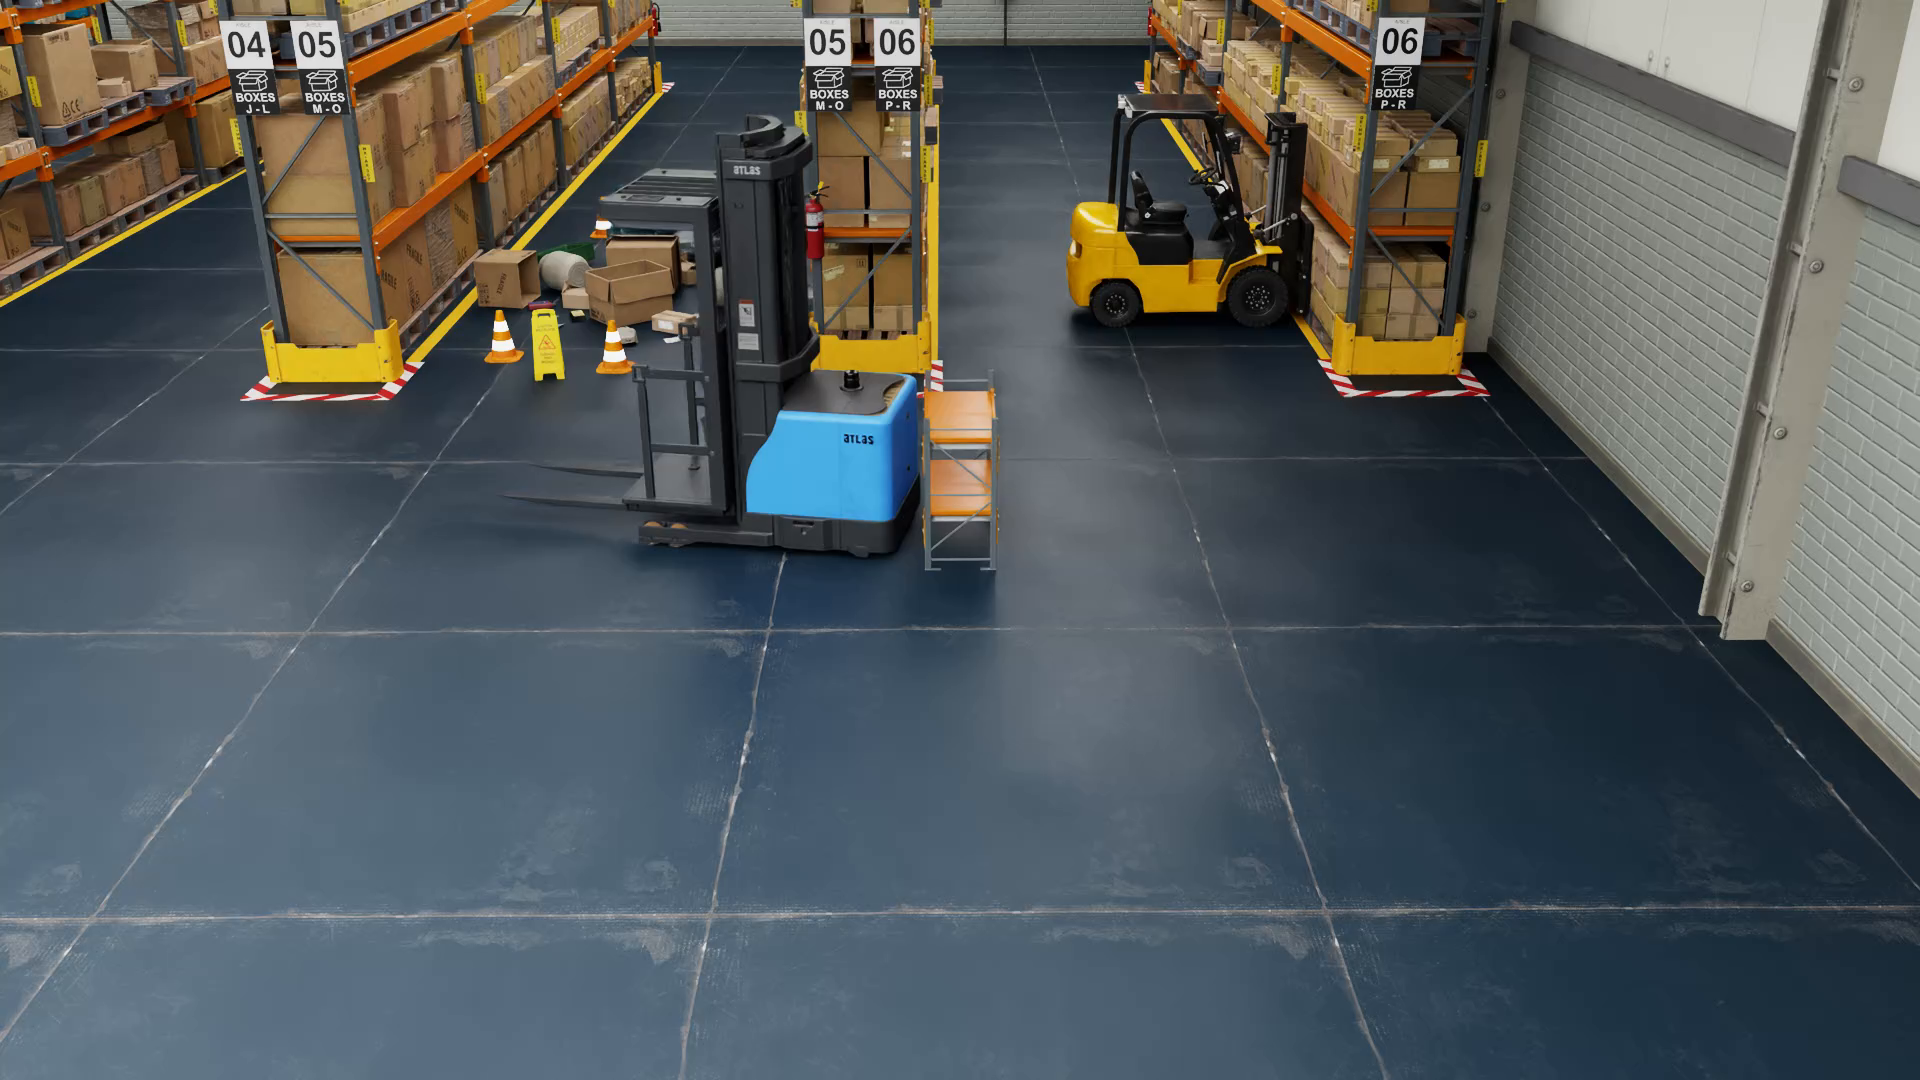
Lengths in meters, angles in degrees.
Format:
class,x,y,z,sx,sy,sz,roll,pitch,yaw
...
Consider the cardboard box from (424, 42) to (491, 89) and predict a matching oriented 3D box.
class,x,y,z,sx,sy,sz,roll,pitch,yaw
cardboard box,-5.865,-5.467,19.246,0.700,0.500,0.500,-1,24,-1

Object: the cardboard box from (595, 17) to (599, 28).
class,x,y,z,sx,sy,sz,roll,pitch,yaw
cardboard box,-5.732,-7.895,25.384,0.380,0.149,0.250,0,24,1

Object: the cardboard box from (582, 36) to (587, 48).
class,x,y,z,sx,sy,sz,roll,pitch,yaw
cardboard box,-5.716,-7.332,24.501,0.380,0.149,0.250,-1,24,-3

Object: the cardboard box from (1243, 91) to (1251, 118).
class,x,y,z,sx,sy,sz,roll,pitch,yaw
cardboard box,3.799,-5.400,20.615,0.500,0.250,0.500,1,24,1

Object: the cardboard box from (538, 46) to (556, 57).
class,x,y,z,sx,sy,sz,roll,pitch,yaw
cardboard box,-5.695,-6.610,22.543,0.380,0.149,0.250,1,24,2

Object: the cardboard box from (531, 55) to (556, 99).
class,x,y,z,sx,sy,sz,roll,pitch,yaw
cardboard box,-5.617,-6.059,21.768,0.500,0.500,0.500,0,24,-1

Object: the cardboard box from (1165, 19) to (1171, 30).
class,x,y,z,sx,sy,sz,roll,pitch,yaw
cardboard box,3.651,-8.691,28.015,0.380,0.149,0.250,0,24,1

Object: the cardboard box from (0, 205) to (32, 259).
class,x,y,z,sx,sy,sz,roll,pitch,yaw
cardboard box,-10.843,-3.456,18.659,0.500,0.500,0.500,-1,24,-2

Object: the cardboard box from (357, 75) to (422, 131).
class,x,y,z,sx,sy,sz,roll,pitch,yaw
cardboard box,-5.872,-4.290,16.486,0.875,0.550,0.500,0,24,-1

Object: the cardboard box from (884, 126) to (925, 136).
class,x,y,z,sx,sy,sz,roll,pitch,yaw
cardboard box,-0.598,-3.766,16.338,0.500,0.500,0.500,-1,24,-2

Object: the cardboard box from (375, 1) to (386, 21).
class,x,y,z,sx,sy,sz,roll,pitch,yaw
cardboard box,-5.495,-4.846,15.241,0.380,0.149,0.250,0,24,0

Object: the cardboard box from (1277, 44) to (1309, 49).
class,x,y,z,sx,sy,sz,roll,pitch,yaw
cardboard box,4.342,-6.386,21.705,0.380,0.149,0.250,0,24,1

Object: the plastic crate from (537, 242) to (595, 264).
class,x,y,z,sx,sy,sz,roll,pitch,yaw
plastic crate,-4.535,-3.229,18.974,0.450,0.188,0.662,3,22,31

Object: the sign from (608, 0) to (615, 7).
class,x,y,z,sx,sy,sz,roll,pitch,yaw
sign,-5.379,-8.377,25.611,0.100,0.325,0.005,0,24,-1

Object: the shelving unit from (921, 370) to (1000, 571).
class,x,y,z,sx,sy,sz,roll,pitch,yaw
shelving unit,0.000,-0.515,11.907,0.538,1.125,1.048,0,24,0

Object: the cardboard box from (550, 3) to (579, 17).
class,x,y,z,sx,sy,sz,roll,pitch,yaw
cardboard box,-6.222,-8.225,26.197,0.500,0.500,0.500,0,24,0

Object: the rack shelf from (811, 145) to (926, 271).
class,x,y,z,sx,sy,sz,roll,pitch,yaw
rack shelf,-0.876,-3.461,17.019,1.077,0.370,4.000,0,24,-1

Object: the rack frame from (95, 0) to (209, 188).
class,x,y,z,sx,sy,sz,roll,pitch,yaw
rack frame,-10.851,-6.217,22.239,1.000,3.000,0.127,0,24,-1

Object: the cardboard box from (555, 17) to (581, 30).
class,x,y,z,sx,sy,sz,roll,pitch,yaw
cardboard box,-5.721,-7.492,24.132,0.380,0.149,0.250,-1,24,-3

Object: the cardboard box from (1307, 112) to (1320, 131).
class,x,y,z,sx,sy,sz,roll,pitch,yaw
cardboard box,3.791,-4.318,17.132,0.380,0.149,0.250,-1,24,-2

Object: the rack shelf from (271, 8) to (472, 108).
class,x,y,z,sx,sy,sz,roll,pitch,yaw
rack shelf,-5.825,-4.764,16.260,1.077,0.370,4.000,0,24,-1

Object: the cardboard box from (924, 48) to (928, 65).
class,x,y,z,sx,sy,sz,roll,pitch,yaw
cardboard box,-0.549,-5.477,18.823,0.380,0.149,0.250,0,24,-1

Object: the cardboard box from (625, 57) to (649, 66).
class,x,y,z,sx,sy,sz,roll,pitch,yaw
cardboard box,-5.718,-8.441,29.384,0.380,0.149,0.250,0,24,0

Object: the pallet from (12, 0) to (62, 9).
class,x,y,z,sx,sy,sz,roll,pitch,yaw
pallet,-10.707,-6.105,18.579,1.213,0.211,1.003,0,24,-1

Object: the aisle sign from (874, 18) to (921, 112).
class,x,y,z,sx,sy,sz,roll,pitch,yaw
aisle sign,-0.544,-4.125,14.460,0.394,0.787,0.004,0,24,-1

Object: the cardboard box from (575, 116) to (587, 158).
class,x,y,z,sx,sy,sz,roll,pitch,yaw
cardboard box,-5.652,-5.750,23.730,0.500,0.500,0.500,0,24,0

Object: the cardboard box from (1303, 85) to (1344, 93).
class,x,y,z,sx,sy,sz,roll,pitch,yaw
cardboard box,3.877,-4.769,17.768,0.380,0.149,0.250,-1,24,-2

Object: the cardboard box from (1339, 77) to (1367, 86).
class,x,y,z,sx,sy,sz,roll,pitch,yaw
cardboard box,4.371,-4.984,18.243,0.380,0.149,0.250,0,24,0

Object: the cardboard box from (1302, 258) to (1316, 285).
class,x,y,z,sx,sy,sz,roll,pitch,yaw
cardboard box,3.770,-2.774,16.846,0.500,0.250,0.500,-1,24,-2

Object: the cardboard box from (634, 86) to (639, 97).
class,x,y,z,sx,sy,sz,roll,pitch,yaw
cardboard box,-5.678,-7.637,28.328,0.380,0.149,0.250,0,24,0

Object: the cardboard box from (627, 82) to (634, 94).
class,x,y,z,sx,sy,sz,roll,pitch,yaw
cardboard box,-5.668,-7.558,27.793,0.380,0.149,0.250,0,24,-1

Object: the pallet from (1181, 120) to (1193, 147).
class,x,y,z,sx,sy,sz,roll,pitch,yaw
pallet,4.025,-6.328,25.869,1.003,0.211,1.213,0,24,-1

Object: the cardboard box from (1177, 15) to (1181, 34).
class,x,y,z,sx,sy,sz,roll,pitch,yaw
cardboard box,3.729,-8.210,26.466,0.500,0.250,0.500,0,24,1

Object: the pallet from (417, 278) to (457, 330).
class,x,y,z,sx,sy,sz,roll,pitch,yaw
pallet,-5.900,-2.461,17.319,1.003,0.211,1.213,0,24,-1

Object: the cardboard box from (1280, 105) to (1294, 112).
class,x,y,z,sx,sy,sz,roll,pitch,yaw
cardboard box,3.809,-4.499,18.319,0.500,0.500,0.500,-1,24,-2

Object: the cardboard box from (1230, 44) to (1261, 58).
class,x,y,z,sx,sy,sz,roll,pitch,yaw
cardboard box,3.735,-6.384,21.700,0.380,0.149,0.250,0,24,1

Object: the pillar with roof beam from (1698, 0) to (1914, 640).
class,x,y,z,sx,sy,sz,roll,pitch,yaw
pillar with roof beam,0.764,-3.521,8.999,9.100,9.000,0.400,0,24,-1

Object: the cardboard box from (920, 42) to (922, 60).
class,x,y,z,sx,sy,sz,roll,pitch,yaw
cardboard box,-0.533,-4.355,14.788,0.380,0.149,0.250,0,24,-1

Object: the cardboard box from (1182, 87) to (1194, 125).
class,x,y,z,sx,sy,sz,roll,pitch,yaw
cardboard box,3.759,-6.786,26.020,0.500,0.500,0.500,1,24,2

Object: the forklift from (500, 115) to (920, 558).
class,x,y,z,sx,sy,sz,roll,pitch,yaw
forklift,-1.868,-1.491,11.874,3.031,2.935,1.130,4,25,9

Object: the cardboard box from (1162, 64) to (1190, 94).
class,x,y,z,sx,sy,sz,roll,pitch,yaw
cardboard box,3.723,-7.811,28.288,0.500,0.500,0.500,0,24,0

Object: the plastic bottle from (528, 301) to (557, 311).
class,x,y,z,sx,sy,sz,roll,pitch,yaw
plastic bottle,-4.404,-2.475,17.531,0.283,0.061,0.133,-9,26,-19

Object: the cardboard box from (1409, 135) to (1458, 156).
class,x,y,z,sx,sy,sz,roll,pitch,yaw
cardboard box,4.319,-3.605,15.194,0.380,0.149,0.250,-1,24,-2

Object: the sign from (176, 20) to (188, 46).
class,x,y,z,sx,sy,sz,roll,pitch,yaw
sign,-10.308,-6.715,22.031,0.100,0.325,0.005,0,24,-1

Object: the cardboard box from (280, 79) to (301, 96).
class,x,y,z,sx,sy,sz,roll,pitch,yaw
cardboard box,-10.868,-6.825,25.652,1.225,0.875,0.875,0,24,0

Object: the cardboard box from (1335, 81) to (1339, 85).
class,x,y,z,sx,sy,sz,roll,pitch,yaw
cardboard box,4.276,-5.124,18.914,0.380,0.149,0.250,-1,24,-2

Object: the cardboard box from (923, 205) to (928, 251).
class,x,y,z,sx,sy,sz,roll,pitch,yaw
cardboard box,-0.609,-3.231,17.554,0.500,0.500,0.500,1,24,2

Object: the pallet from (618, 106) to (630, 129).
class,x,y,z,sx,sy,sz,roll,pitch,yaw
pallet,-5.976,-6.852,27.027,1.003,0.211,1.213,0,24,-1

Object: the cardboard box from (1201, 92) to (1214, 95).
class,x,y,z,sx,sy,sz,roll,pitch,yaw
cardboard box,3.793,-6.595,24.811,0.380,0.149,0.250,1,24,1

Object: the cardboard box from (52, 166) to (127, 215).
class,x,y,z,sx,sy,sz,roll,pitch,yaw
cardboard box,-10.785,-4.310,20.523,0.700,0.500,0.500,-2,24,-5

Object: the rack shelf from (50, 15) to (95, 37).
class,x,y,z,sx,sy,sz,roll,pitch,yaw
rack shelf,-15.869,-8.339,27.805,1.077,0.370,4.000,0,24,-1

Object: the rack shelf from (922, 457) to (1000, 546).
class,x,y,z,sx,sy,sz,roll,pitch,yaw
rack shelf,0.001,-0.293,12.008,0.538,0.278,1.000,0,24,0
